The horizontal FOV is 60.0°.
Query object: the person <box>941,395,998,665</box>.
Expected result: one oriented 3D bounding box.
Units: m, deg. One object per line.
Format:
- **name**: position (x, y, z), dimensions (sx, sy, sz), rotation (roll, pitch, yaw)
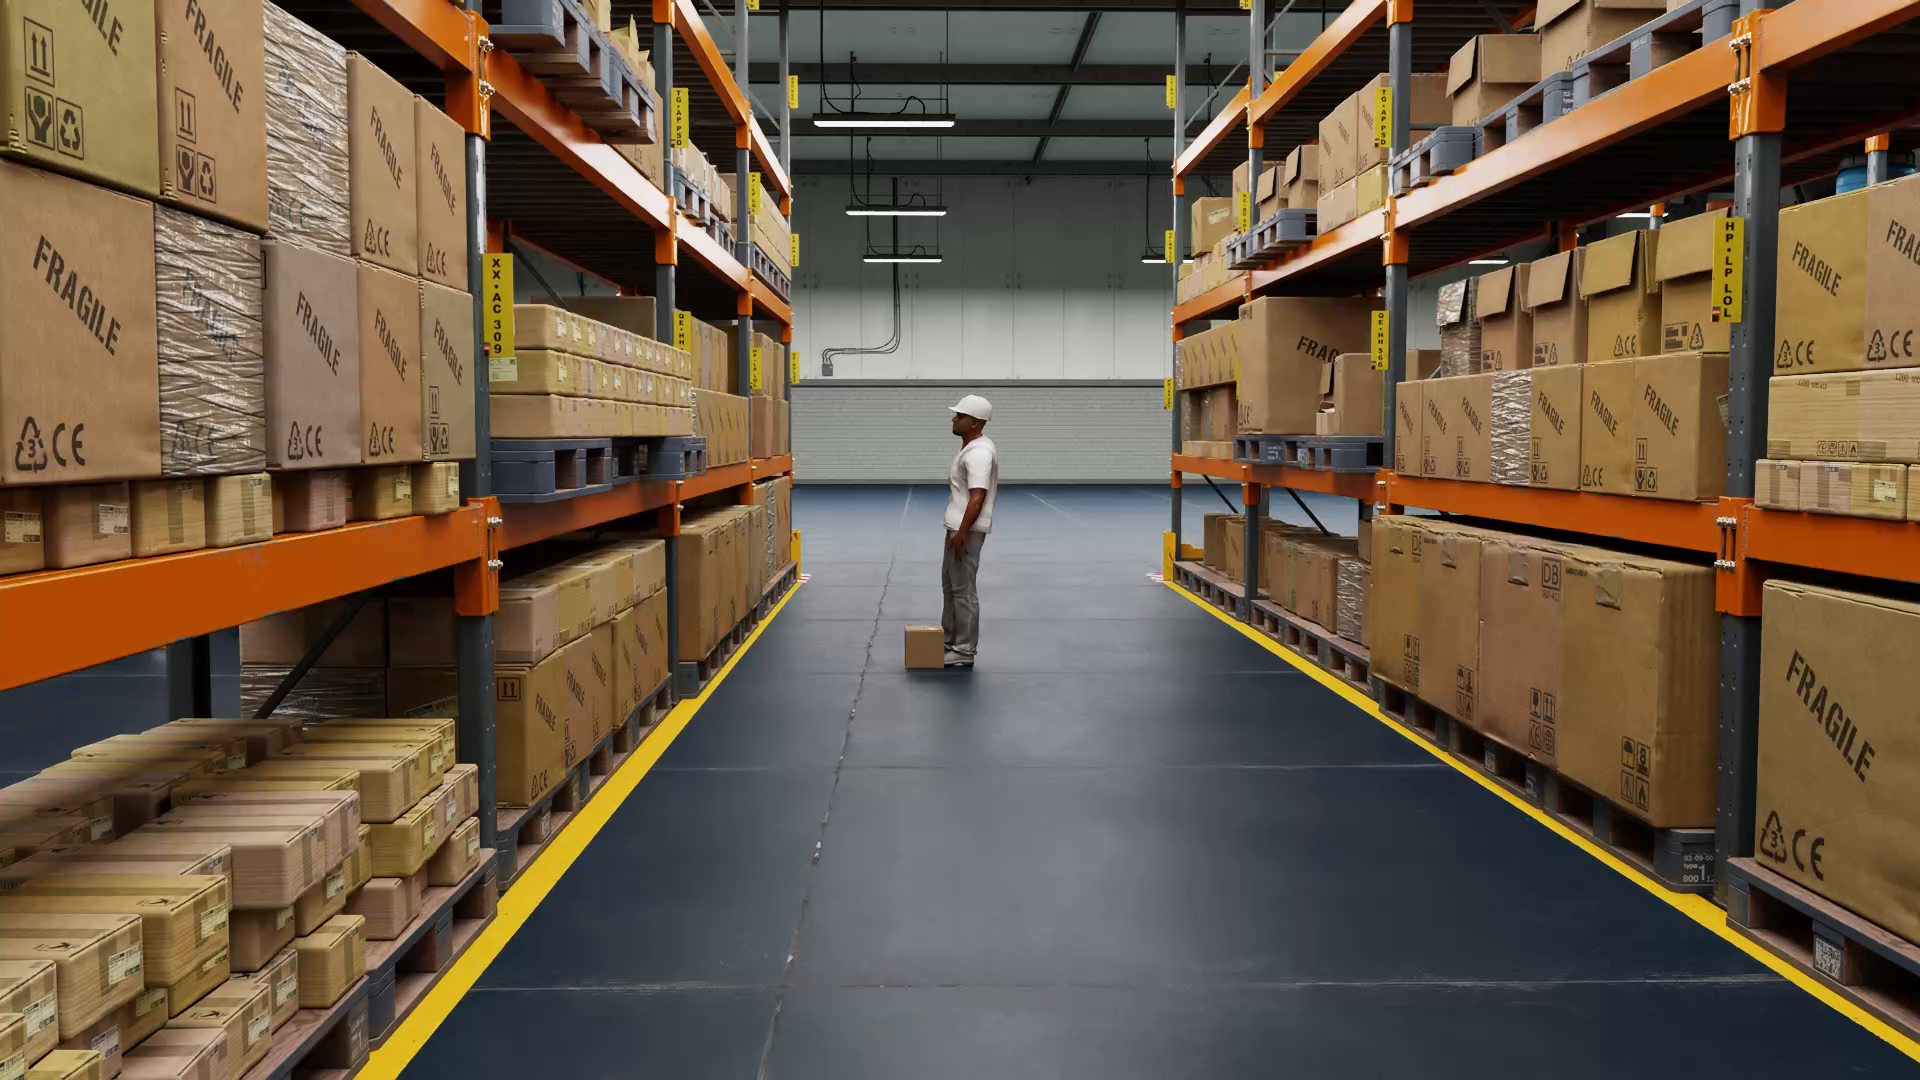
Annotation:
- **person**: position (-0.035, -0.061, 10.907), dimensions (0.577, 1.759, 0.666), rotation (0, 4, -1)
